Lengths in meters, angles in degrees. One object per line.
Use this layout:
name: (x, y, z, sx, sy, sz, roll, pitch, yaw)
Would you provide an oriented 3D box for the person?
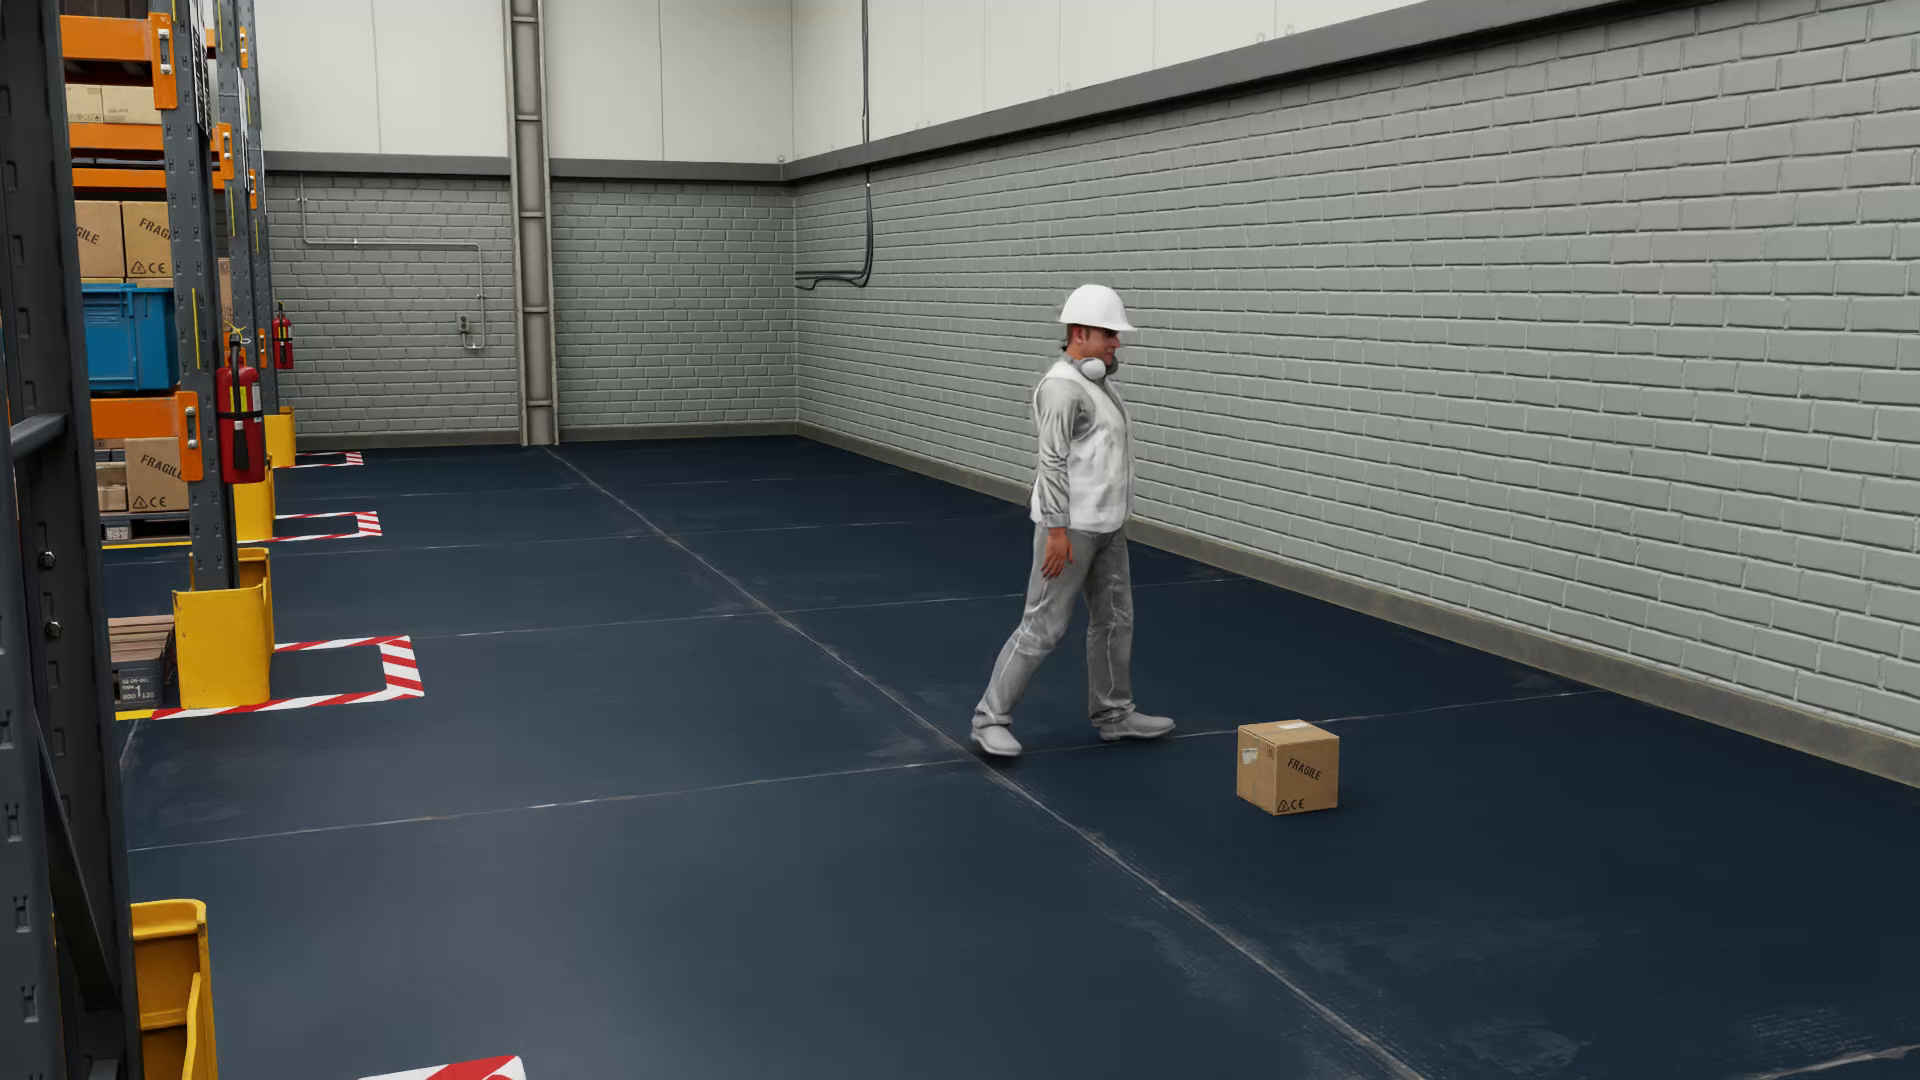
person: (0.417, -0.065, 6.217, 0.681, 1.760, 0.663, 4, 9, 22)
